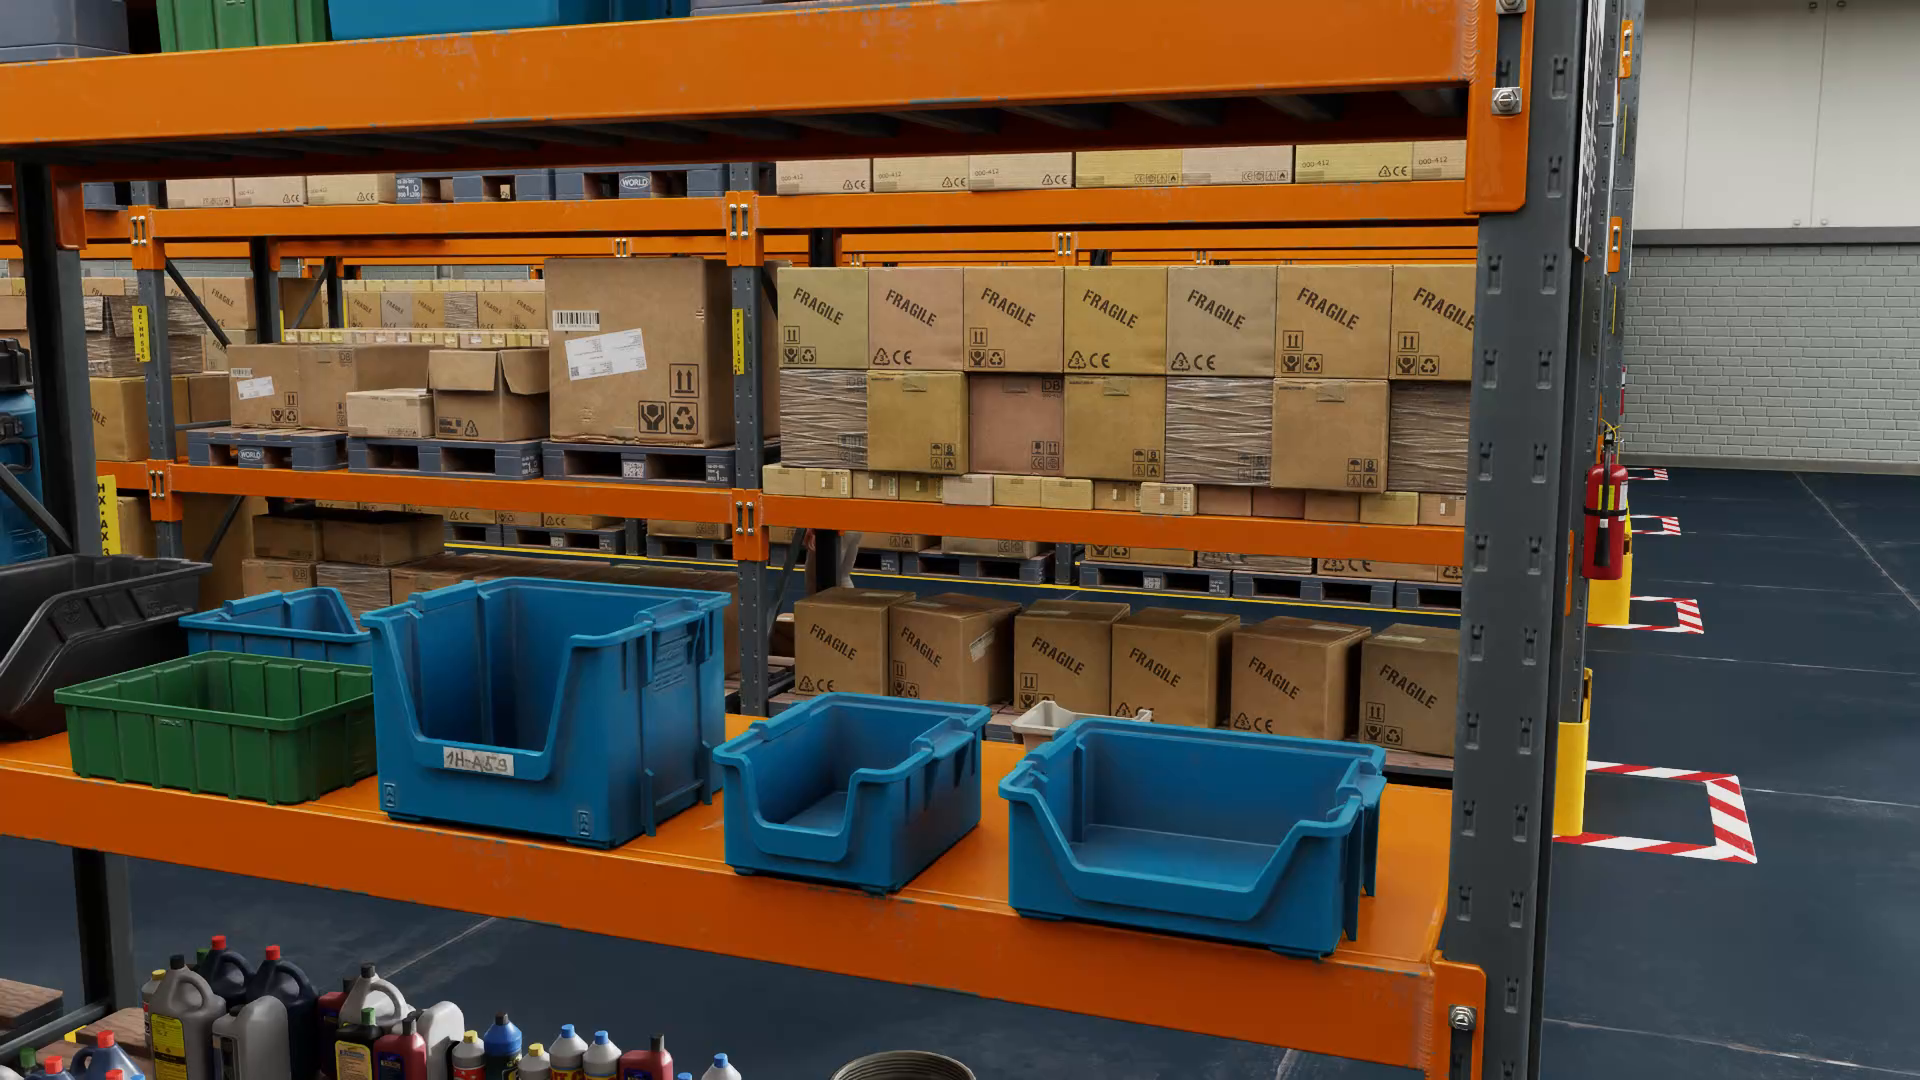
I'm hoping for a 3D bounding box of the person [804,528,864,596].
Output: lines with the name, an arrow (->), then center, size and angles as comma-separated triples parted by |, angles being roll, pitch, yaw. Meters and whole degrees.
person -> -0.826, -0.102, 10.567 | 0.400, 1.726, 0.586 | 3, 9, 18
